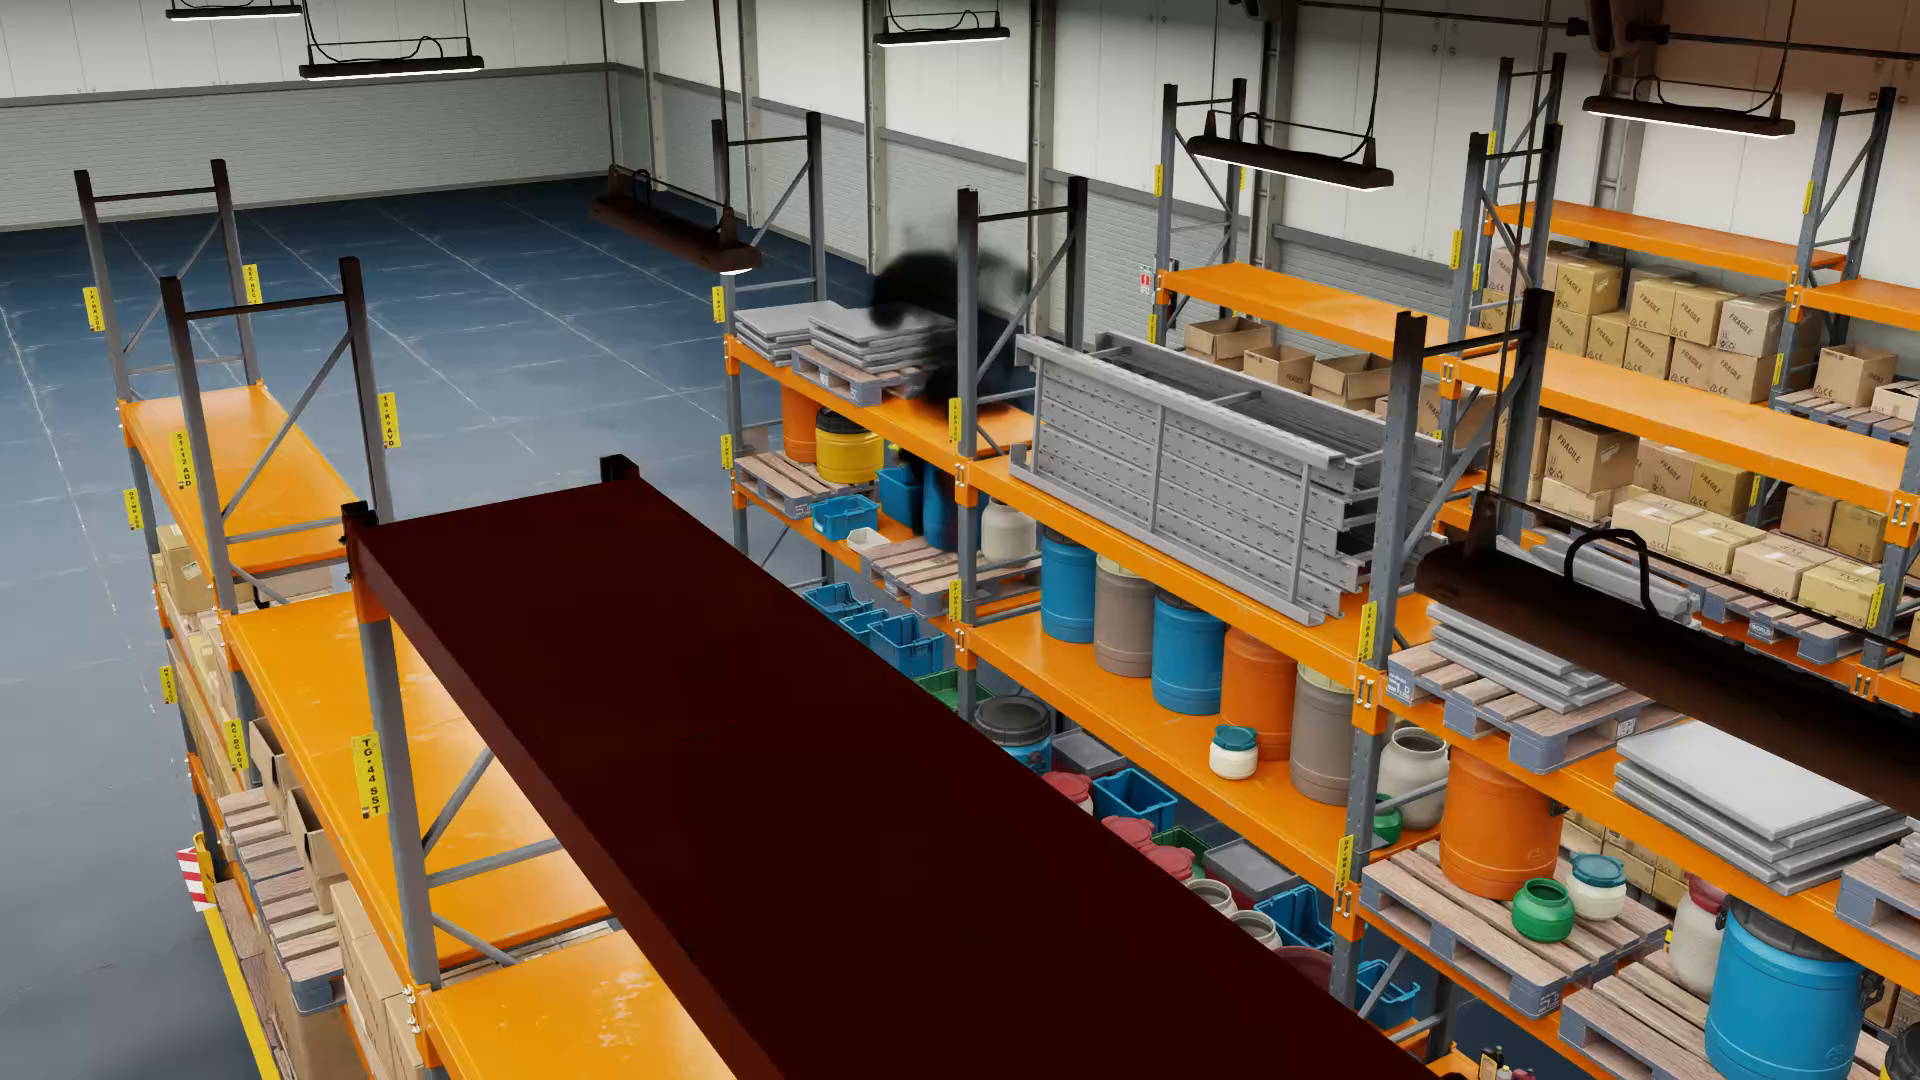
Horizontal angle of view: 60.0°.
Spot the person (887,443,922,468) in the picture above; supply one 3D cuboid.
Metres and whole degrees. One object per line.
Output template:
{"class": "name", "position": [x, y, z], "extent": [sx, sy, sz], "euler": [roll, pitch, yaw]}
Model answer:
{"class": "person", "position": [-0.652, -0.329, 19.835], "extent": [0.902, 1.798, 0.675], "euler": [1, 22, 1]}
